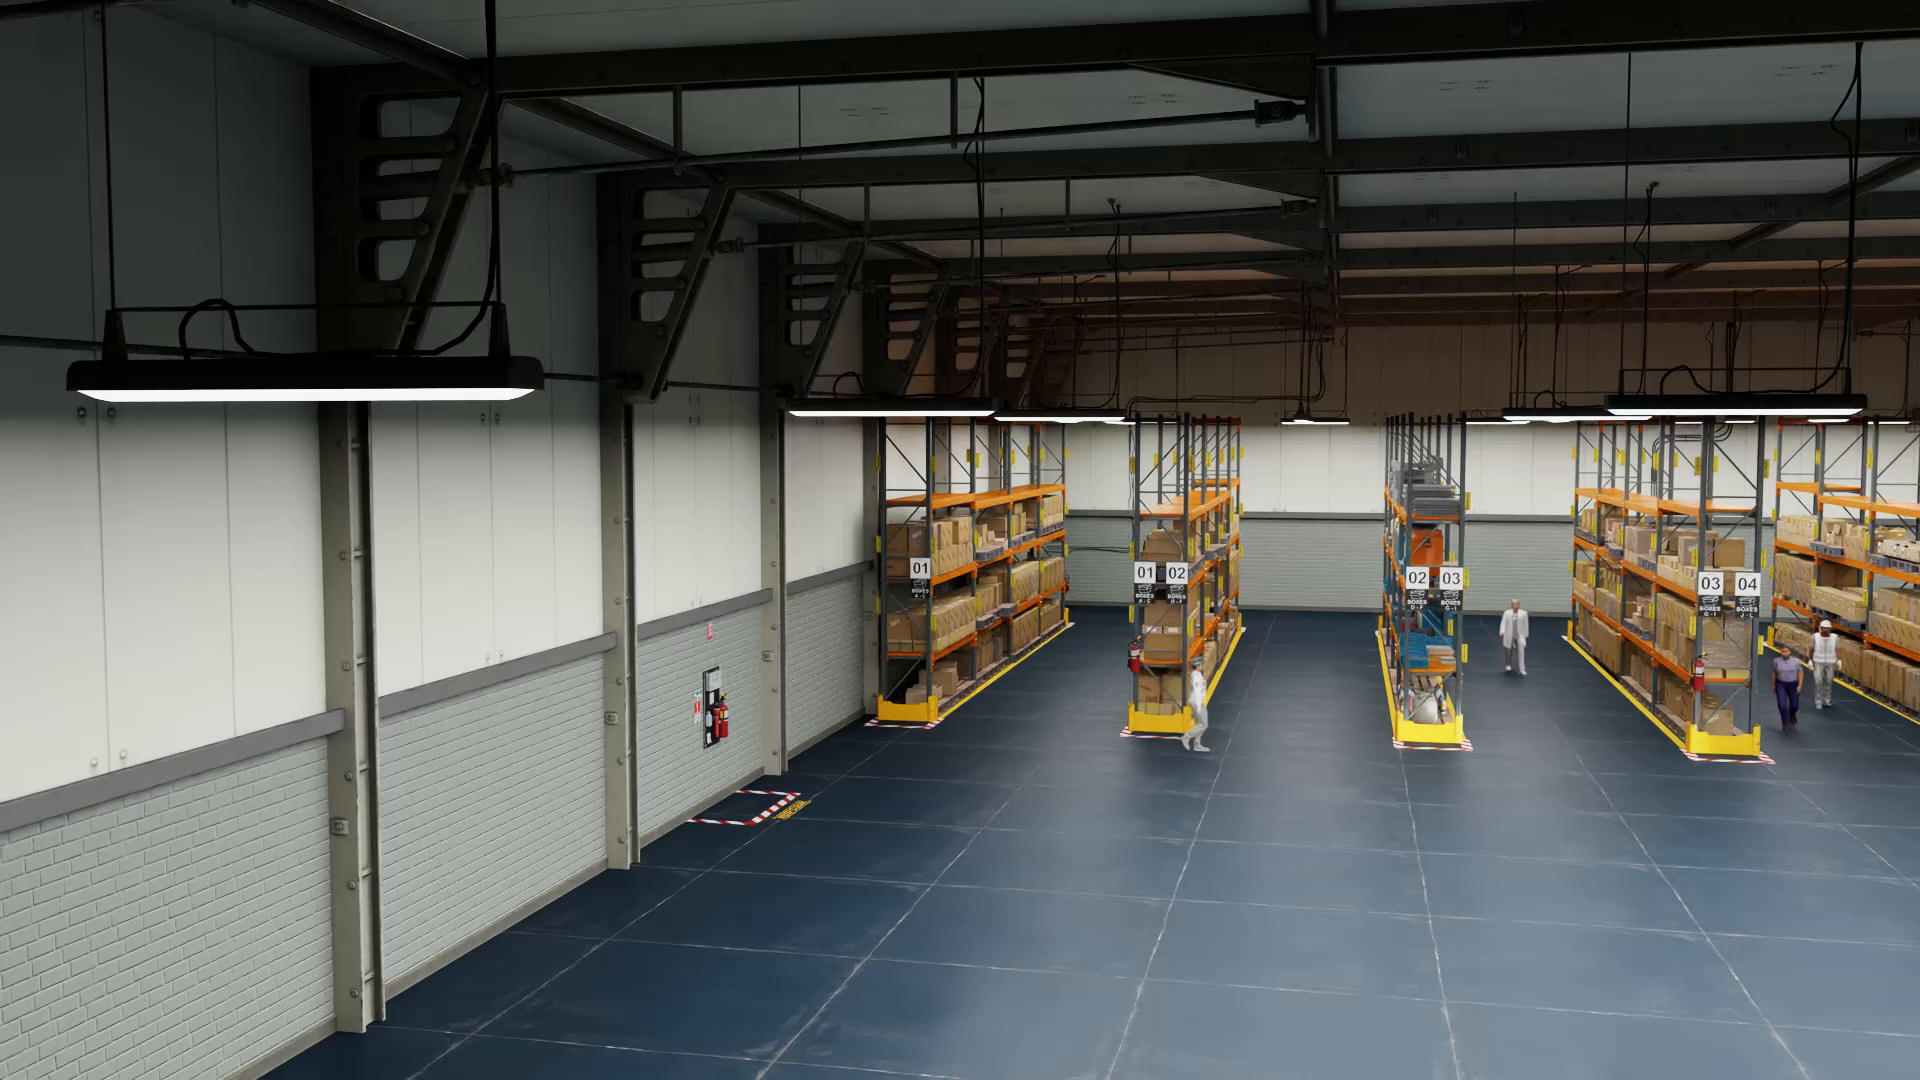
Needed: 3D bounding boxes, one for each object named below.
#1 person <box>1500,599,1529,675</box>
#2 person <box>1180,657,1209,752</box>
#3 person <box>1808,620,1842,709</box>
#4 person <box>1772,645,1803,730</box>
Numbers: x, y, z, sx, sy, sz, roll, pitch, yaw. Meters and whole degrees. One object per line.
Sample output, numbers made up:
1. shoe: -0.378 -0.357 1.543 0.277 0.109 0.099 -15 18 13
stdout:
1. person: 12.831 2.227 38.492 0.680 1.715 1.129 1 4 8
2. person: 4.131 2.890 29.253 0.540 1.674 0.500 0 4 -1
3. person: 17.700 2.551 34.022 0.606 1.837 0.521 2 4 21
4. person: 15.744 2.782 31.651 0.537 1.618 0.613 2 4 28
